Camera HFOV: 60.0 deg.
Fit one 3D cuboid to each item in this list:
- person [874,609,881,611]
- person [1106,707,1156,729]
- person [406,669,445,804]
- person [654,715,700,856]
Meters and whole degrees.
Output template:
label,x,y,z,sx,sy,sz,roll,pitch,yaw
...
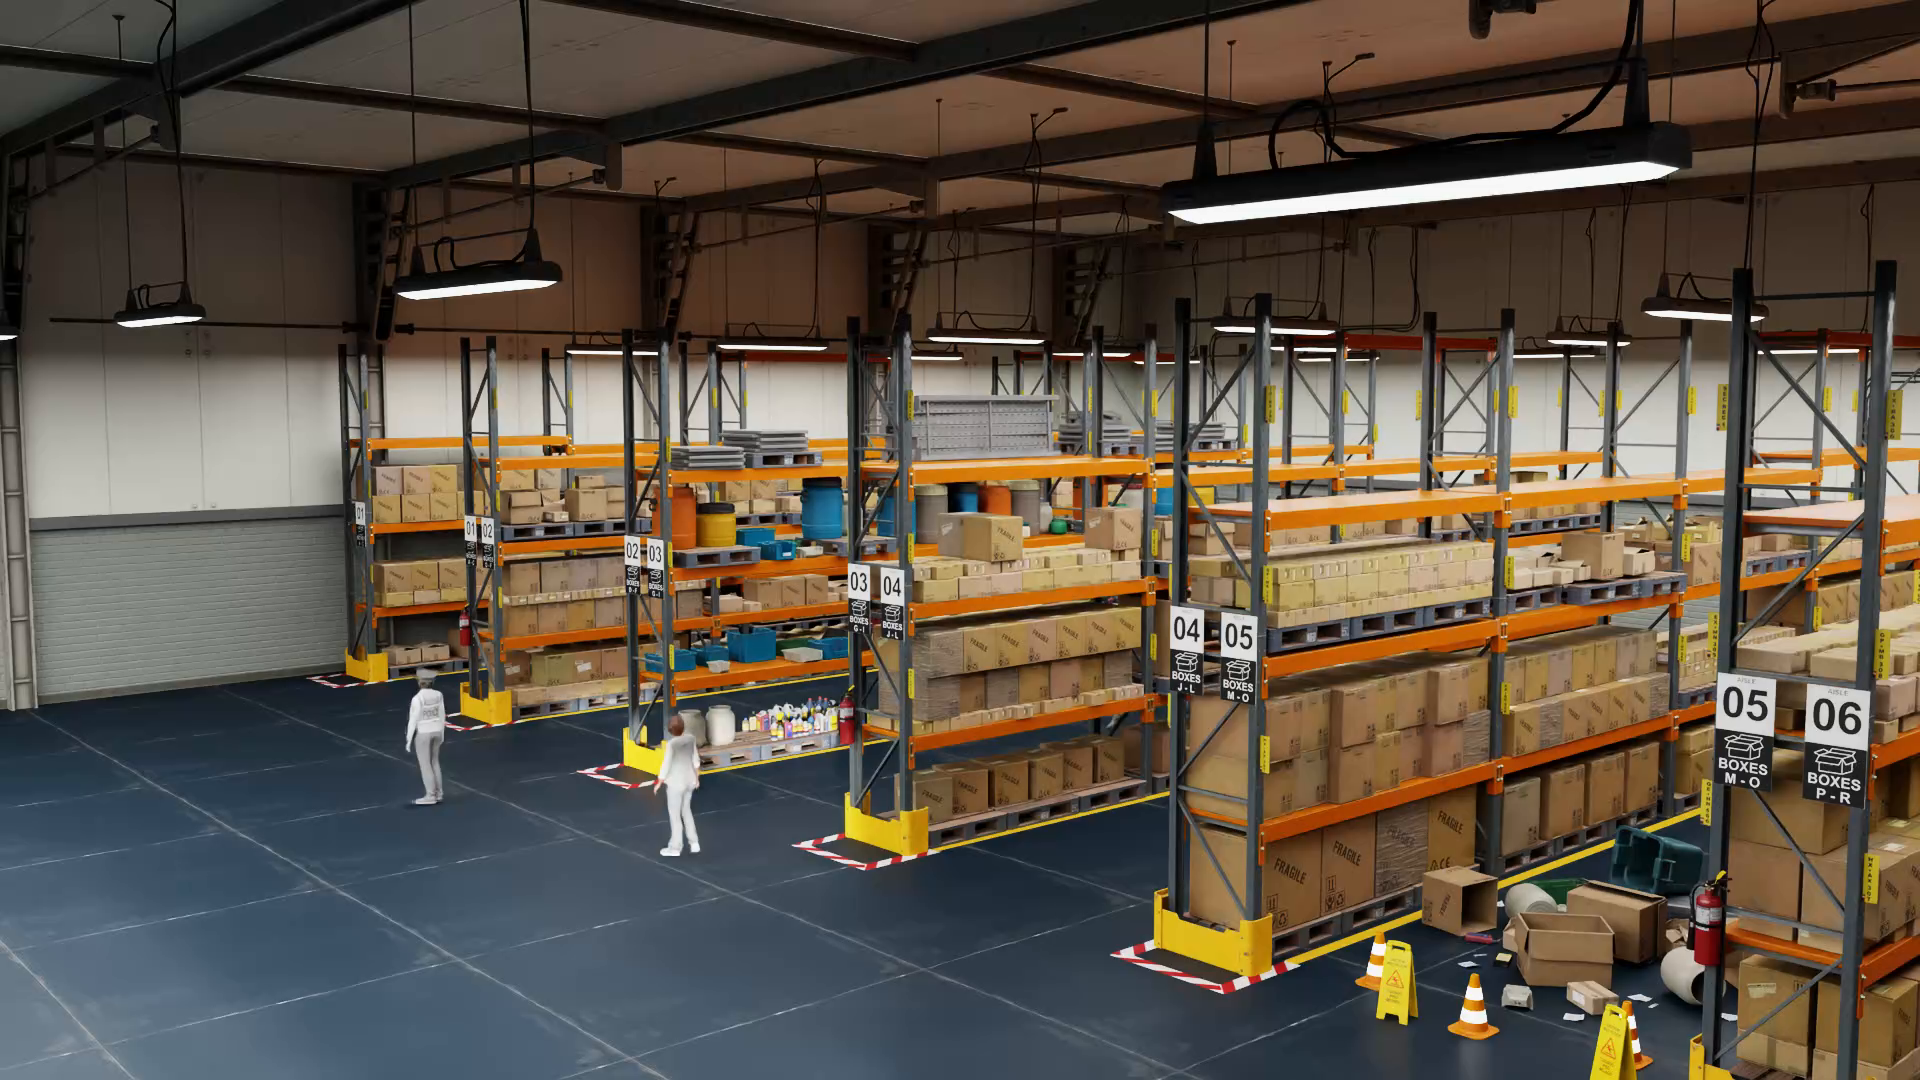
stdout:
label,x,y,z,sx,sy,sz,roll,pitch,yaw
person,-1.577,1.134,35.355,0.743,1.738,1.092,5,7,44
person,2.677,1.978,25.358,0.847,1.807,0.580,-4,6,-37
person,-6.681,2.476,20.822,0.388,1.716,0.597,3,6,26
person,-3.129,2.721,18.484,0.391,1.610,0.507,4,6,35
